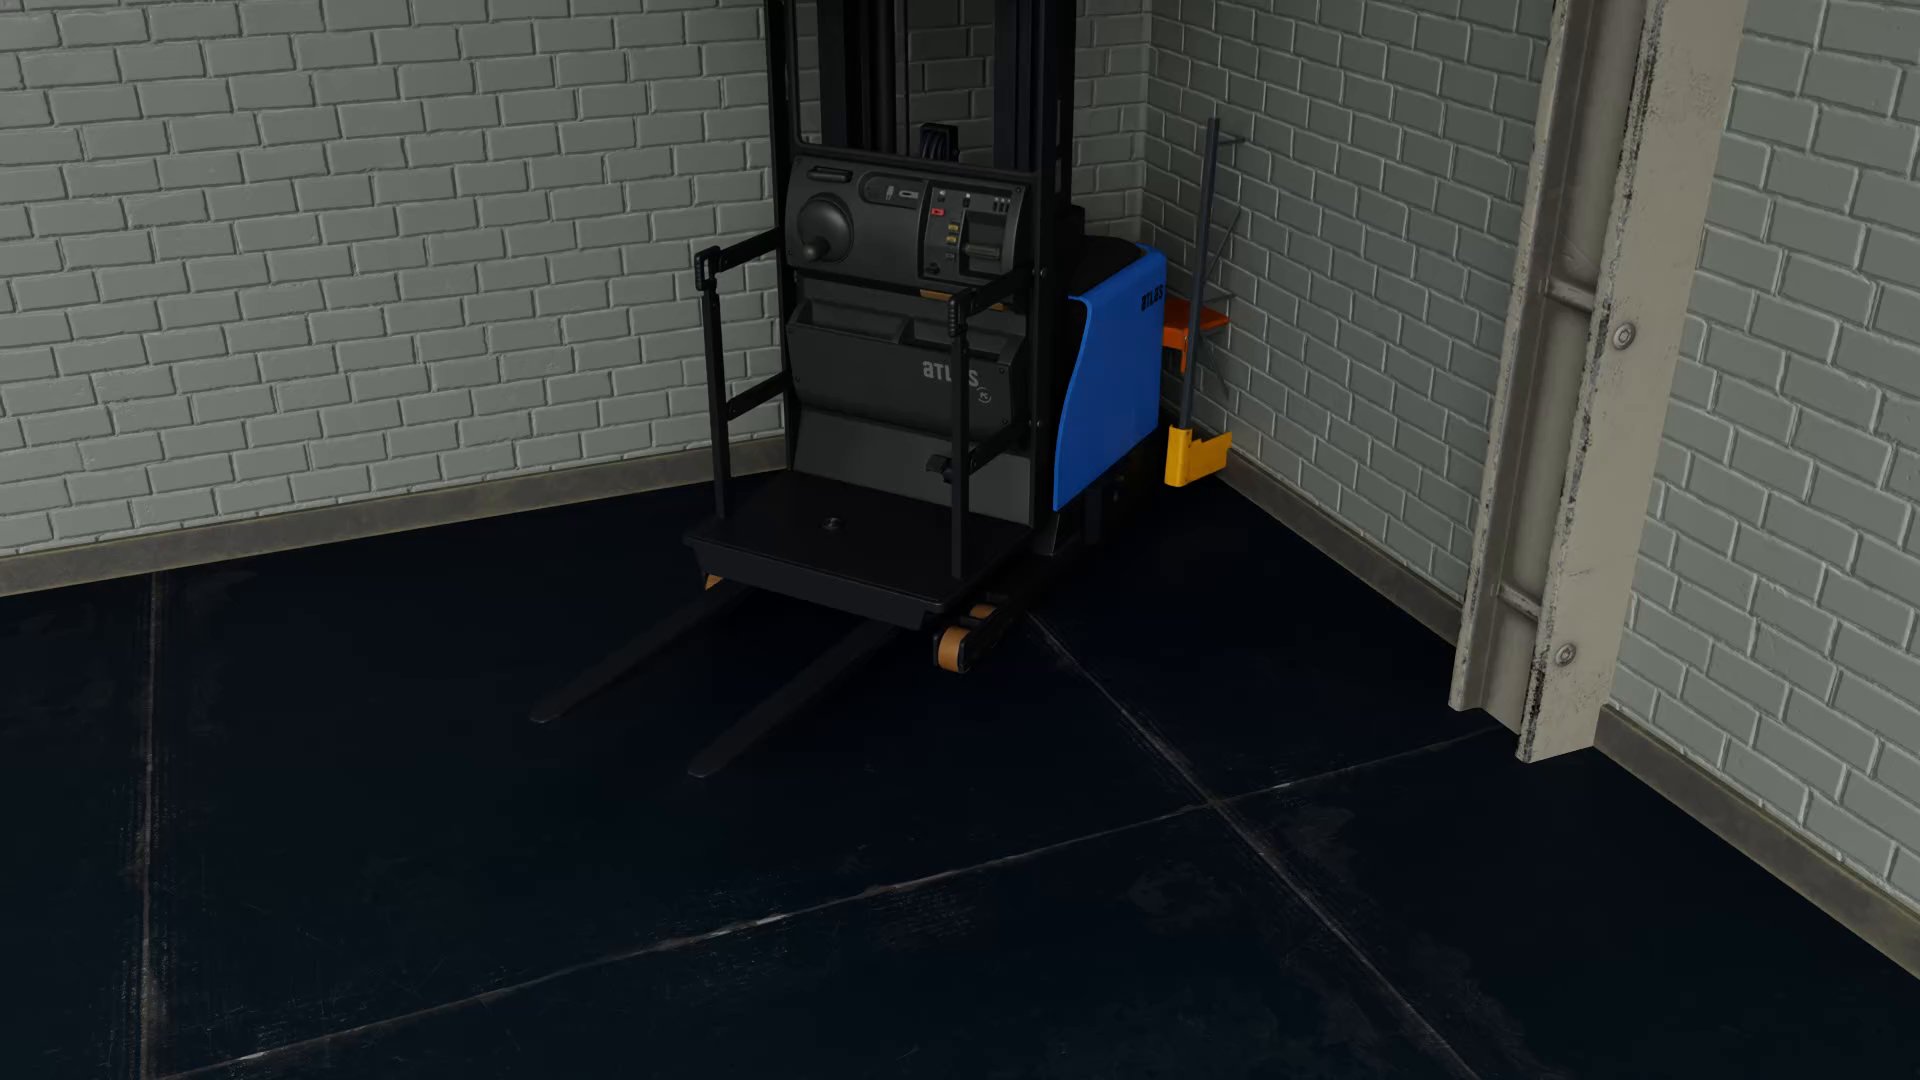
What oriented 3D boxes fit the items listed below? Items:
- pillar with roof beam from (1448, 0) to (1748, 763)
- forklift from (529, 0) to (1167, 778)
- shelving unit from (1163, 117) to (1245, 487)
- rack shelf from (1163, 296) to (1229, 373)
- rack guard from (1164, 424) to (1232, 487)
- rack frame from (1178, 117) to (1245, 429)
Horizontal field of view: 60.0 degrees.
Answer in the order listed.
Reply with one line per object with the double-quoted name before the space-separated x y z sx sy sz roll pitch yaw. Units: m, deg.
"pillar with roof beam" -2.097 -2.699 2.021 9.100 9.000 0.400 -11 28 -21
"forklift" -0.303 -1.079 5.618 1.130 2.935 3.031 14 29 26
"shelving unit" 0.709 -1.130 7.202 1.083 1.500 0.587 18 26 35
"rack shelf" 0.694 -0.964 7.272 1.000 0.185 0.538 18 26 35
"rack guard" 1.070 -0.420 7.141 0.087 0.250 0.587 18 26 35
"rack frame" 1.099 -1.003 6.918 0.032 1.500 0.500 18 26 35
